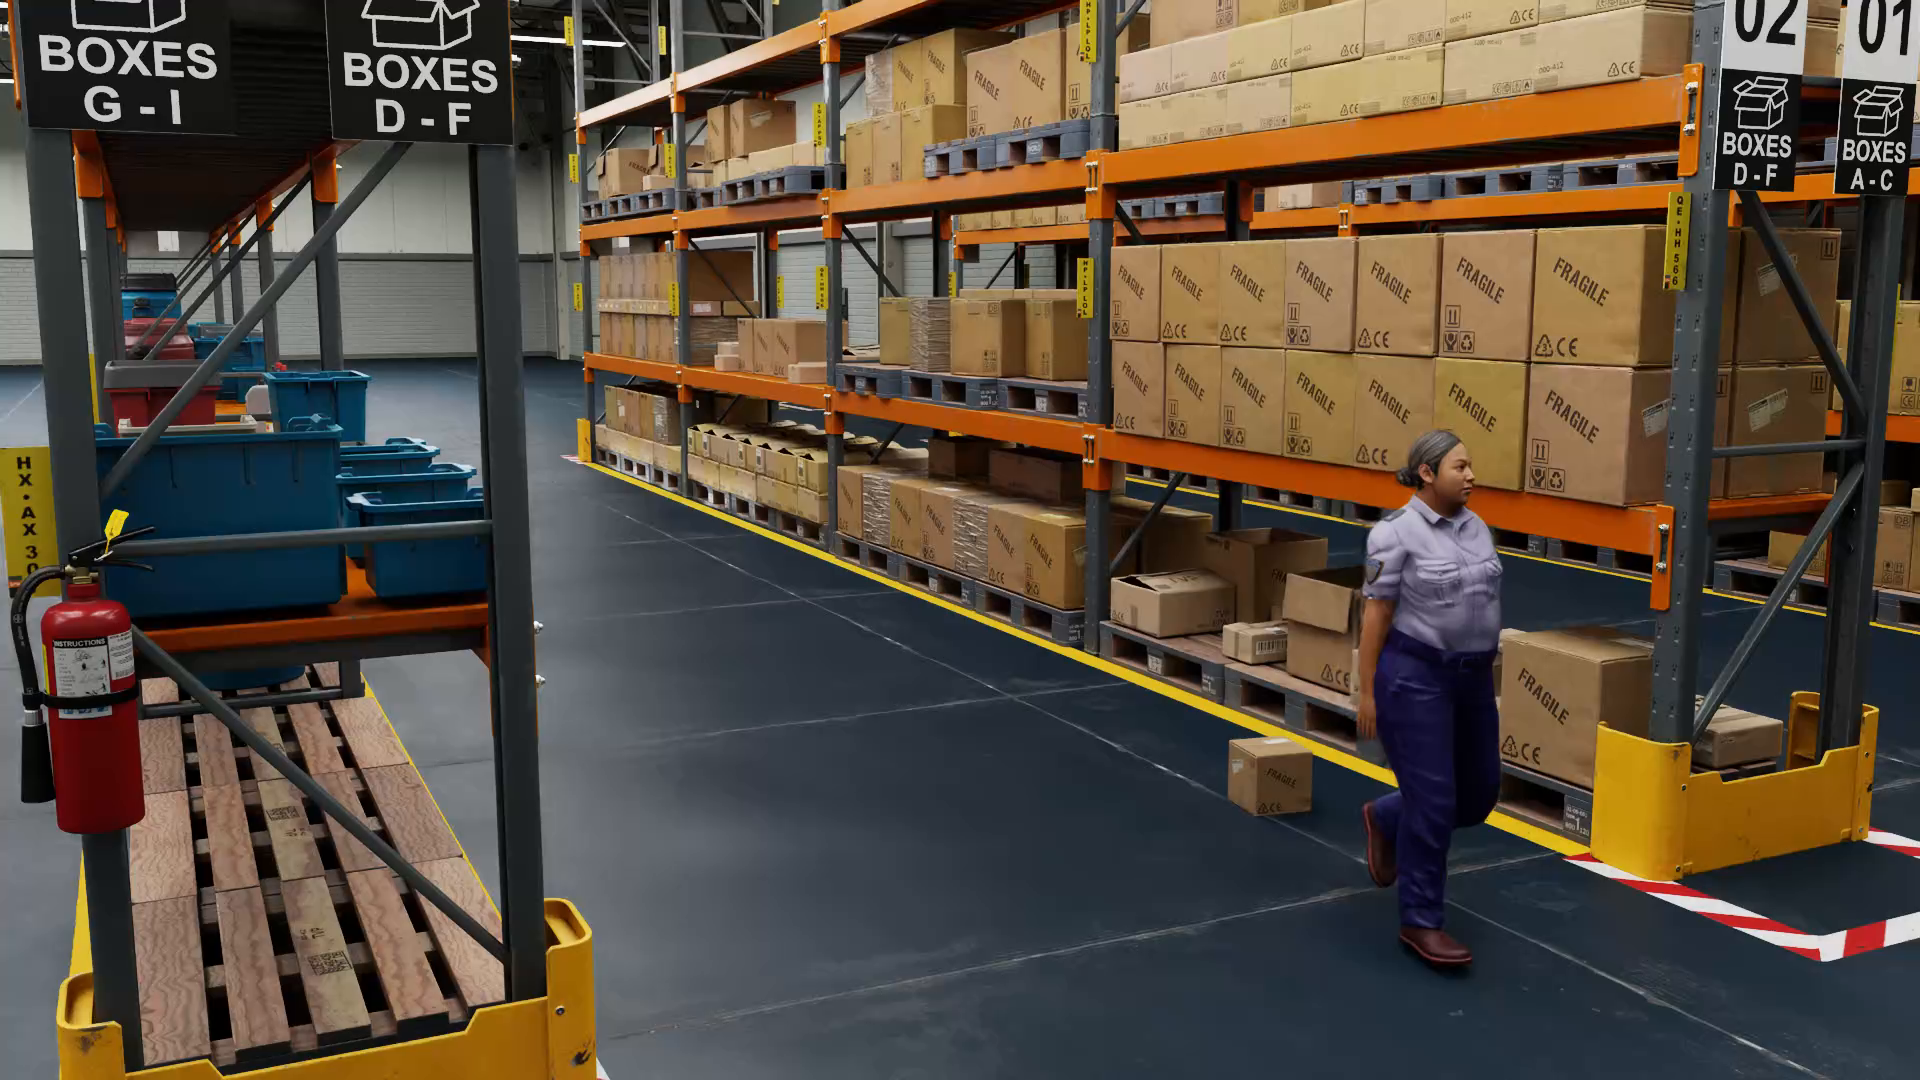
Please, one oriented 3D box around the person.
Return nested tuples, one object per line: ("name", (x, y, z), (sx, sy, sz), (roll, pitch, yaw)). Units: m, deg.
("person", (1.487, 0.462, 5.311), (0.497, 1.600, 0.724), (-4, 10, -27))
